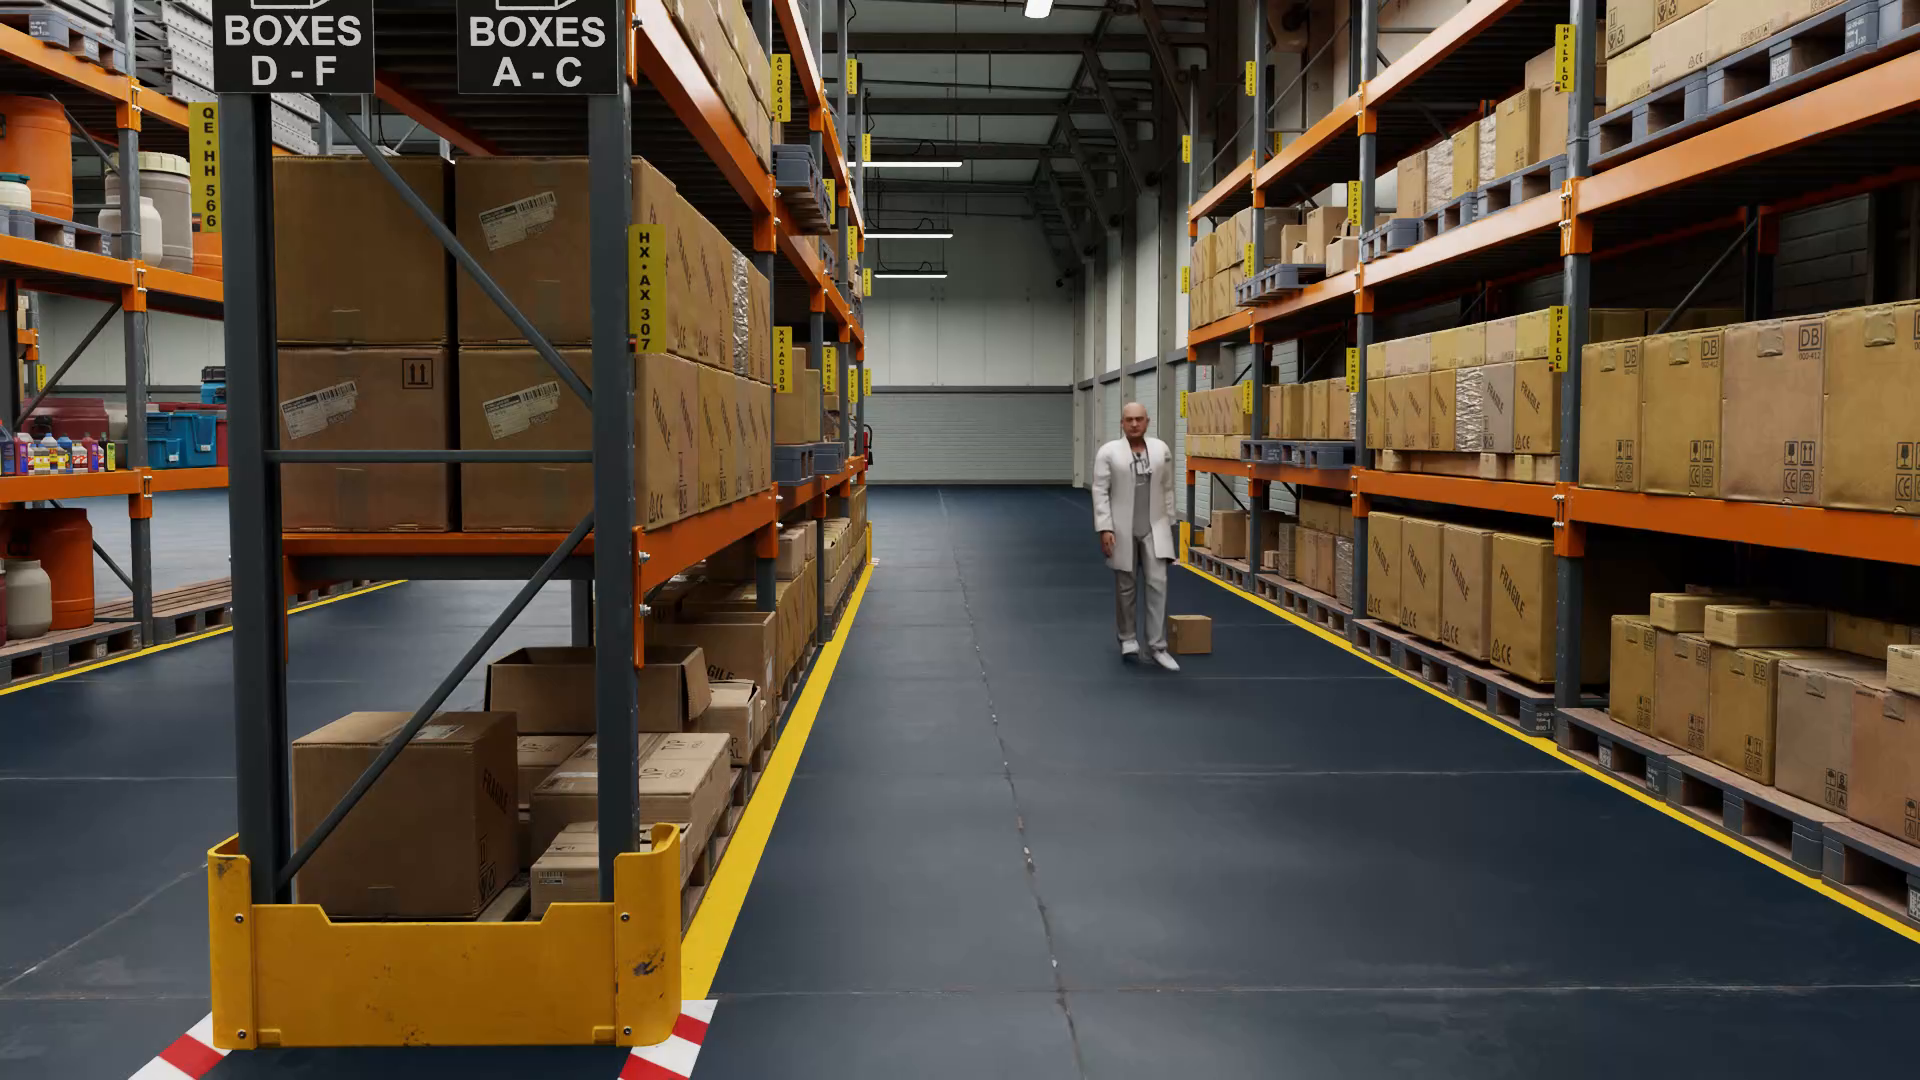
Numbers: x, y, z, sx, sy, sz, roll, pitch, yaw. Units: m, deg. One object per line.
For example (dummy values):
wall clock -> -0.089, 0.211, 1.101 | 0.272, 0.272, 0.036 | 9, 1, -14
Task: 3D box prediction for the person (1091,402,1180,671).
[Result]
person -> 1.198, -0.033, 11.342 | 0.618, 1.804, 0.793 | 0, 4, -2
